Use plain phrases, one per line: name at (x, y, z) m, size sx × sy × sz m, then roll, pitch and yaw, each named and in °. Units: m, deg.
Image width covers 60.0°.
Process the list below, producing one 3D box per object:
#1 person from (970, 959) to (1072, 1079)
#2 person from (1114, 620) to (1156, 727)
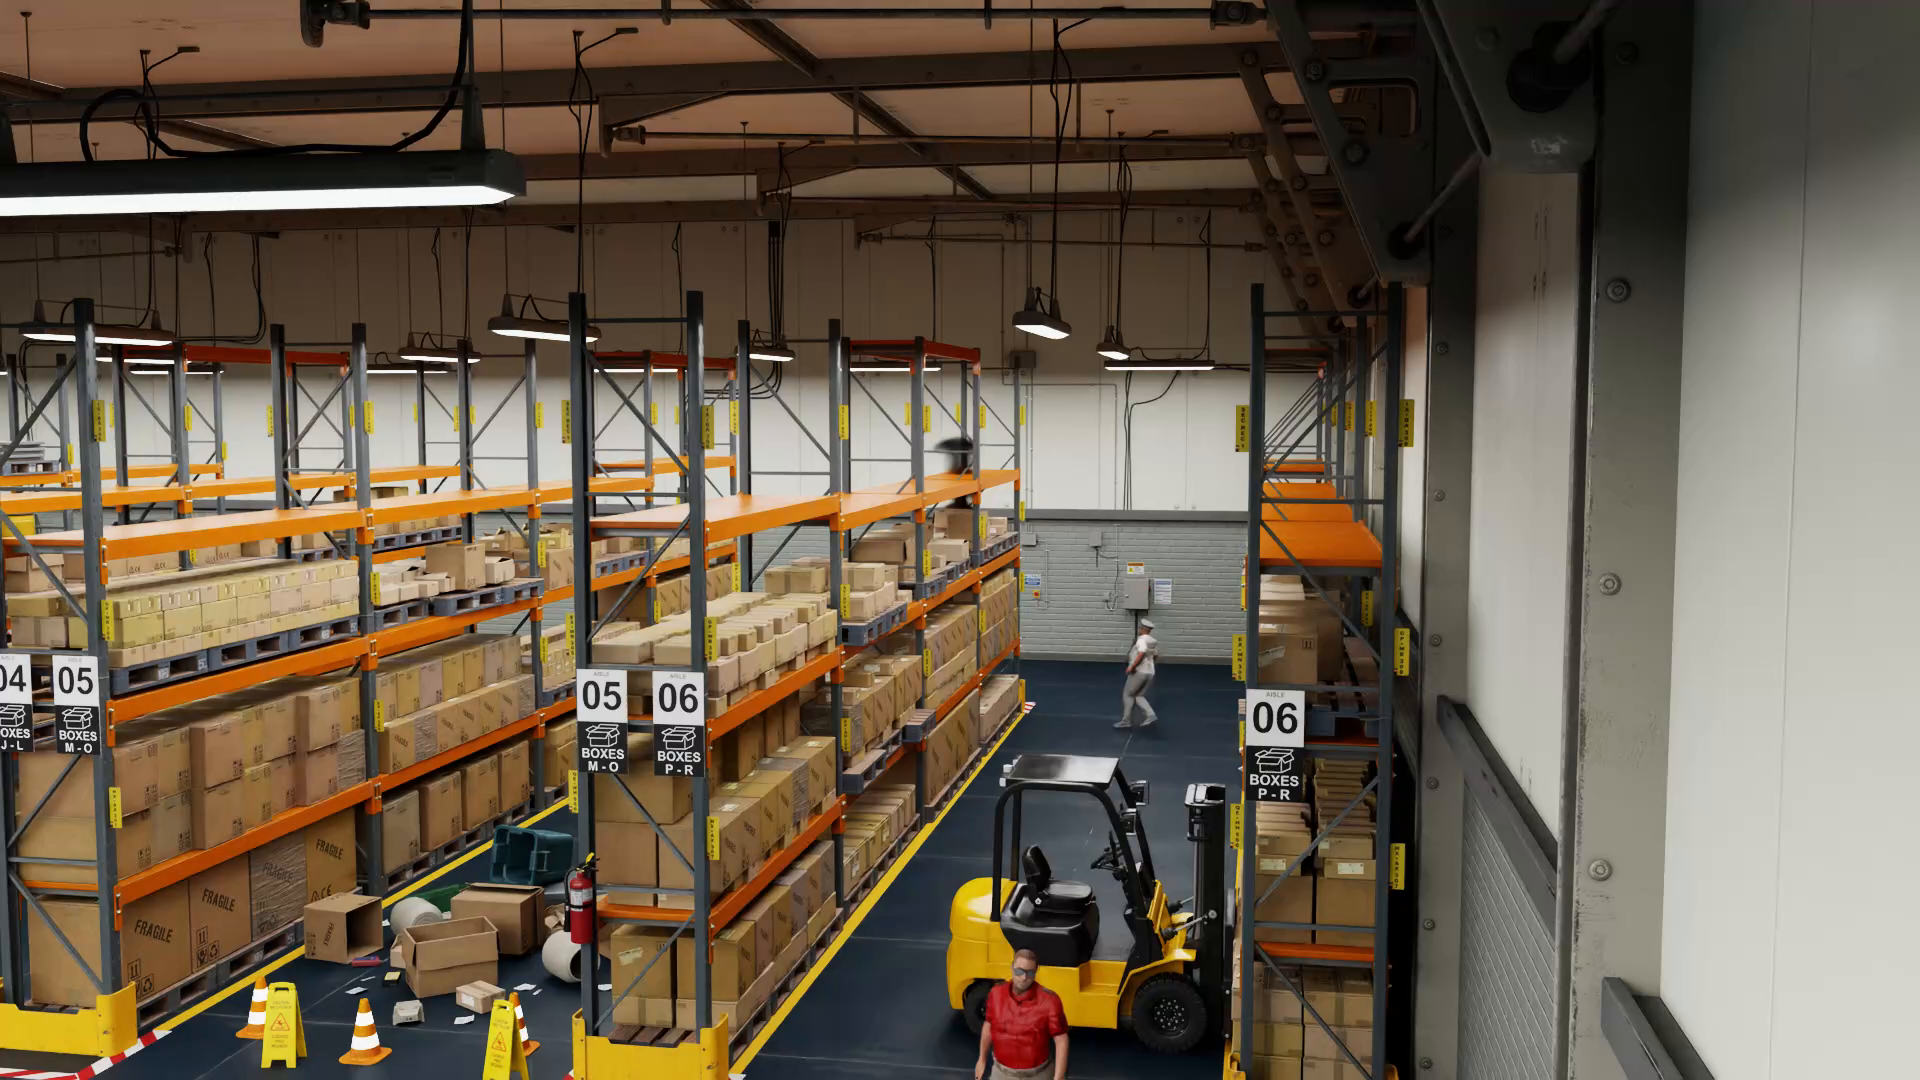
person at (0.381, 3.474, 10.635) m, size 0.703 × 1.675 × 0.765 m, roll 1°, pitch 5°, yaw 13°
person at (2.890, 2.152, 26.801) m, size 0.653 × 1.724 × 0.678 m, roll 4°, pitch 6°, yaw 39°
